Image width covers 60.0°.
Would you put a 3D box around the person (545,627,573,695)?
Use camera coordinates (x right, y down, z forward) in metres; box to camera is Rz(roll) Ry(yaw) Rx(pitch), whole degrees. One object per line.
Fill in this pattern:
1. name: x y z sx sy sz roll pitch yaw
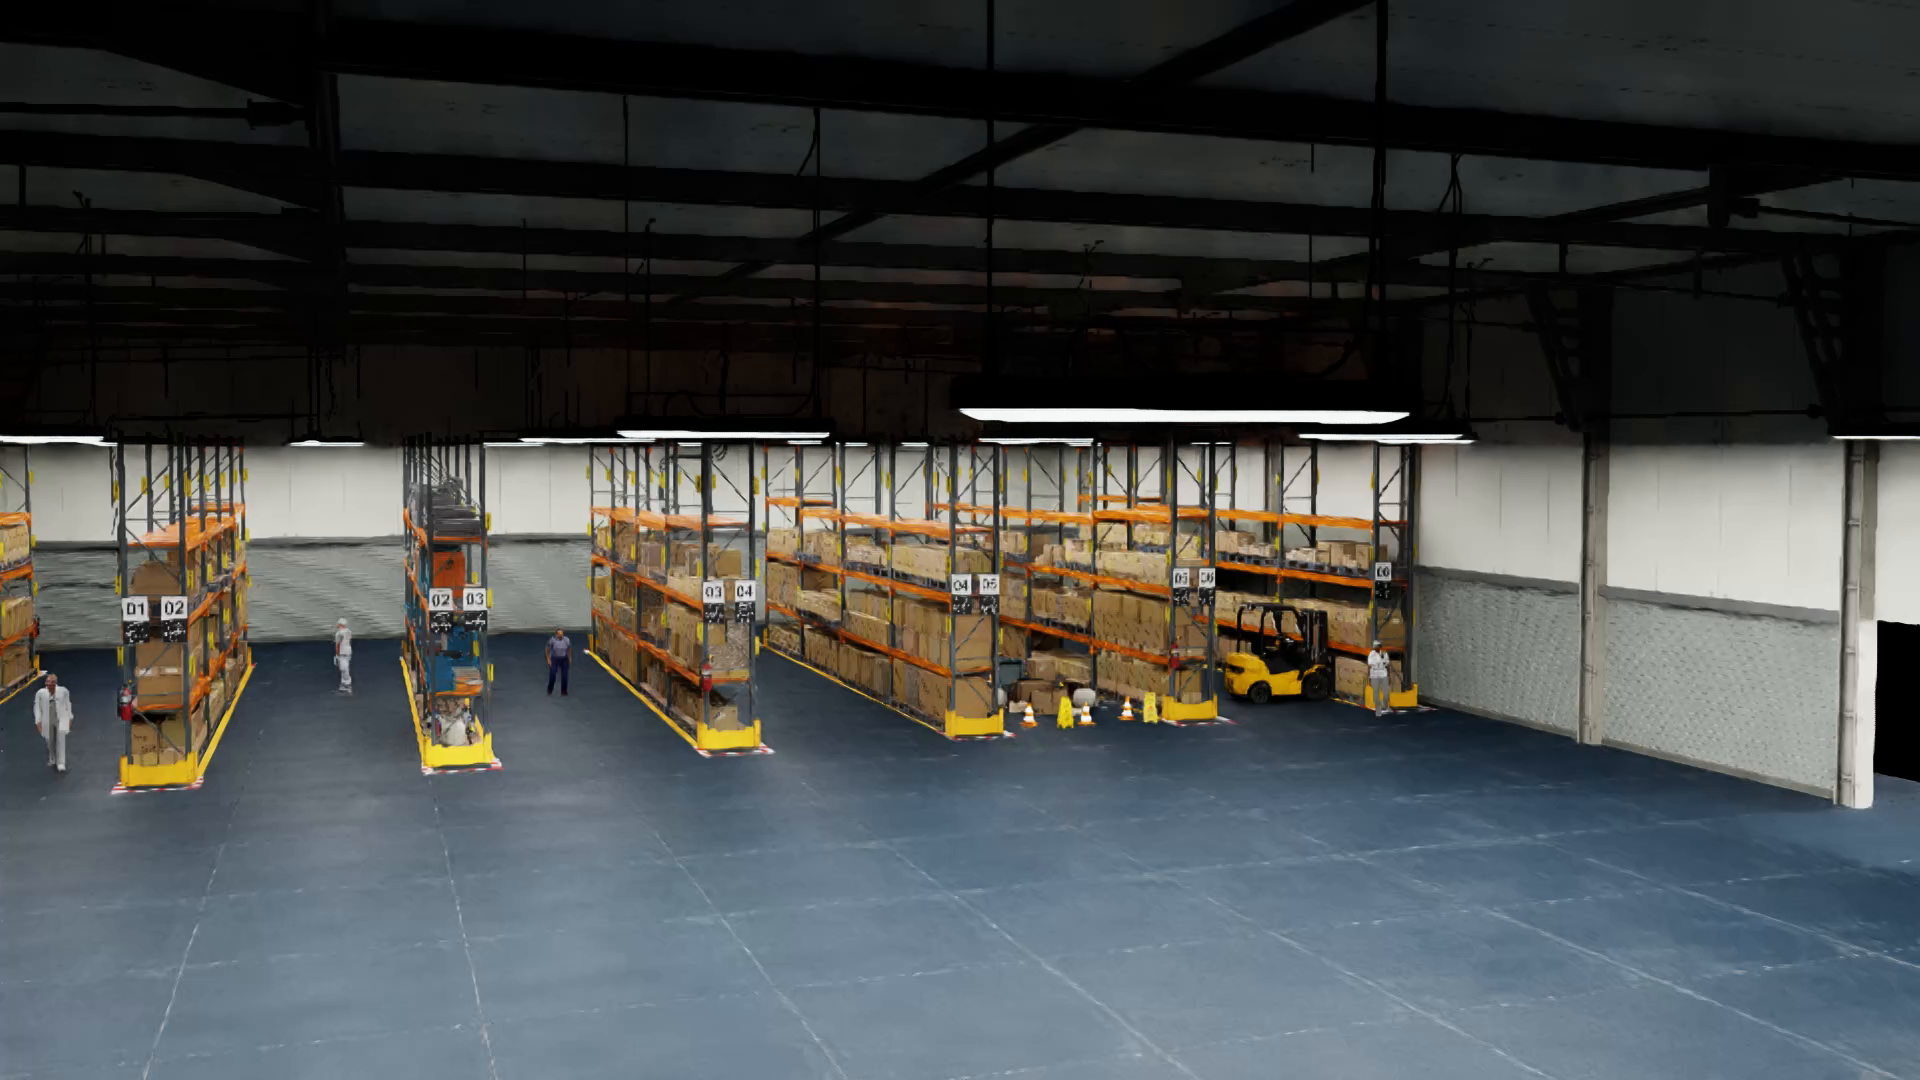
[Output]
1. person: -9.289 2.799 38.506 0.625 1.596 0.517 -1 3 -23

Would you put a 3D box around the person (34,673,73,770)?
1. person: -16.119 3.210 29.553 0.601 1.696 1.185 -1 3 -21

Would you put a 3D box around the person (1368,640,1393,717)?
1. person: 8.953 2.930 35.420 0.524 1.666 0.517 1 3 18

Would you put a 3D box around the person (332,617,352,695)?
1. person: -14.321 2.681 38.532 0.581 1.785 0.664 0 3 4
